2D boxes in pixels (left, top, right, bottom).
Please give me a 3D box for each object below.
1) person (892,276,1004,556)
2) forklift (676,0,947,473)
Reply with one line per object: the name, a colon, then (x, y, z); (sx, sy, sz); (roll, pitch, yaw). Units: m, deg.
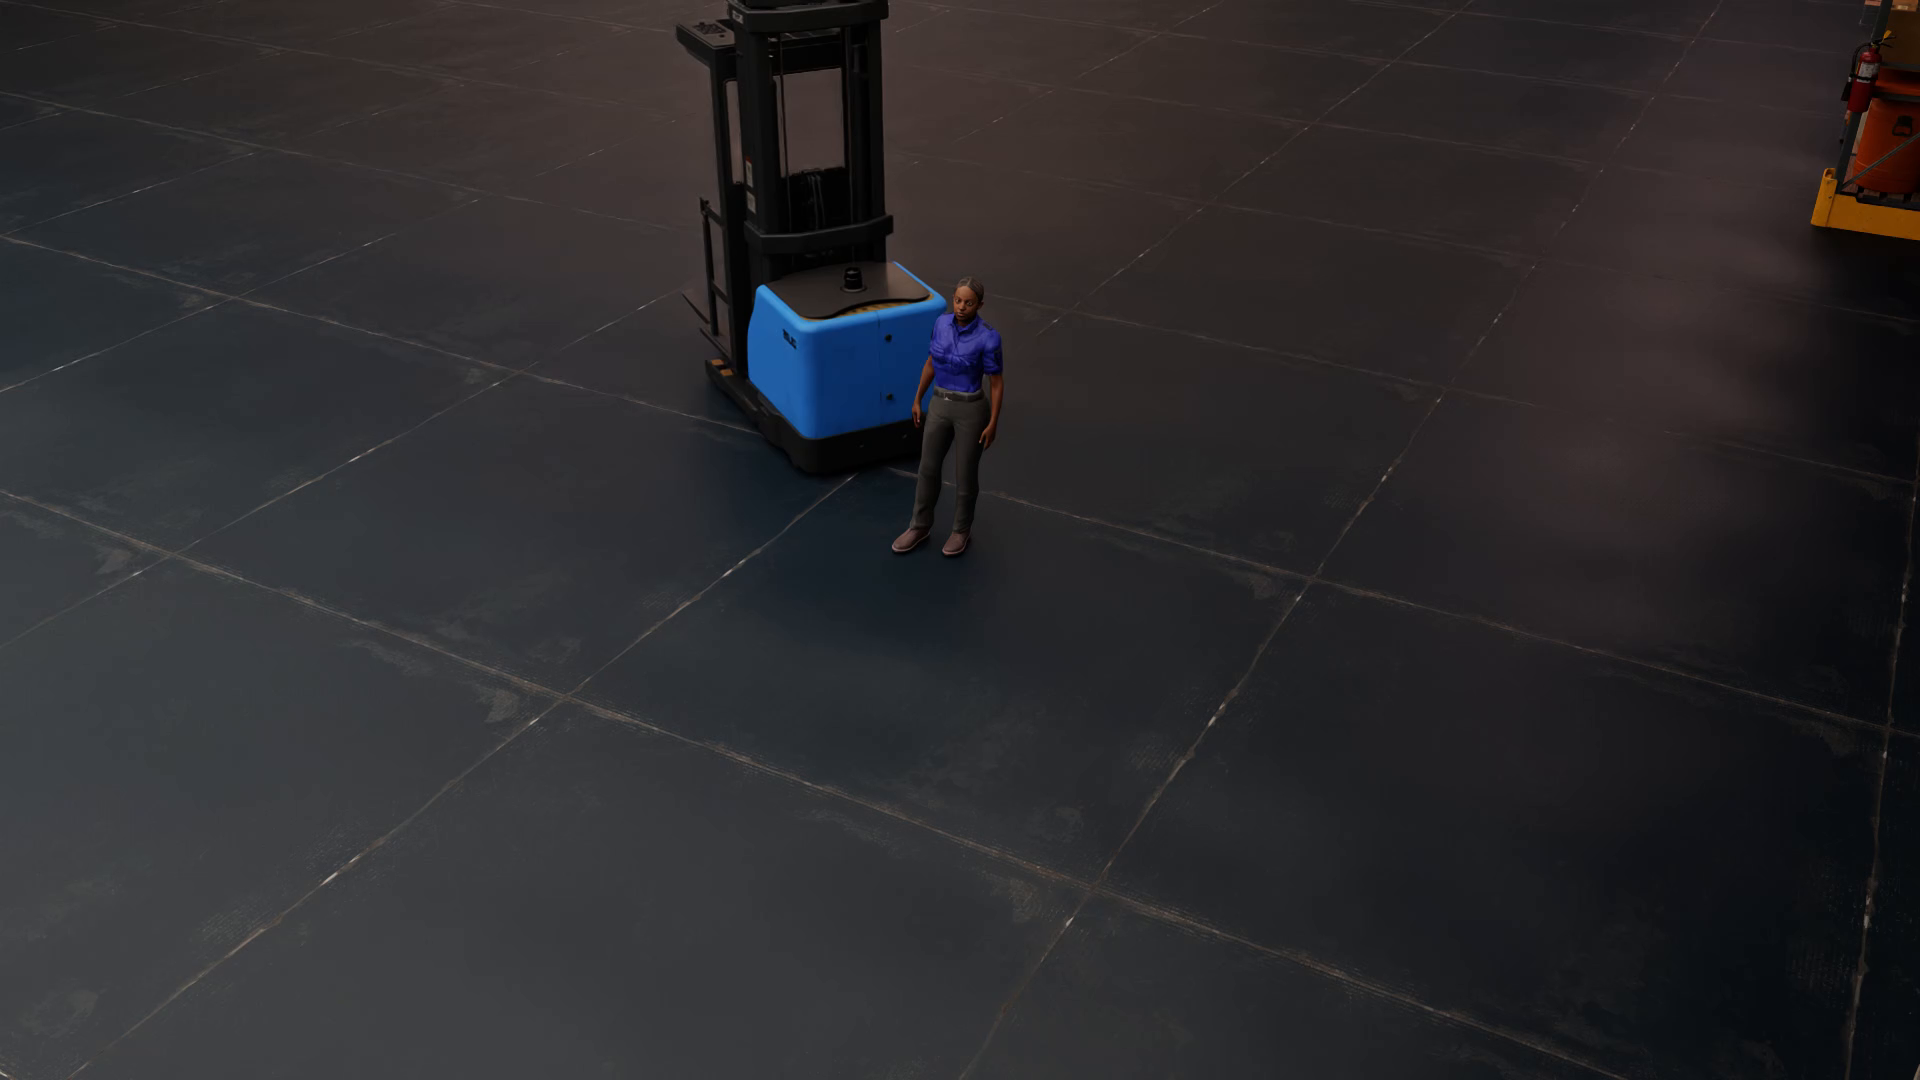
person: (-0.060, -0.690, 9.527); (0.569, 1.655, 0.504); (15, 33, 25)
forklift: (-1.178, -2.409, 11.244); (1.130, 2.935, 3.031); (-14, 33, -23)
